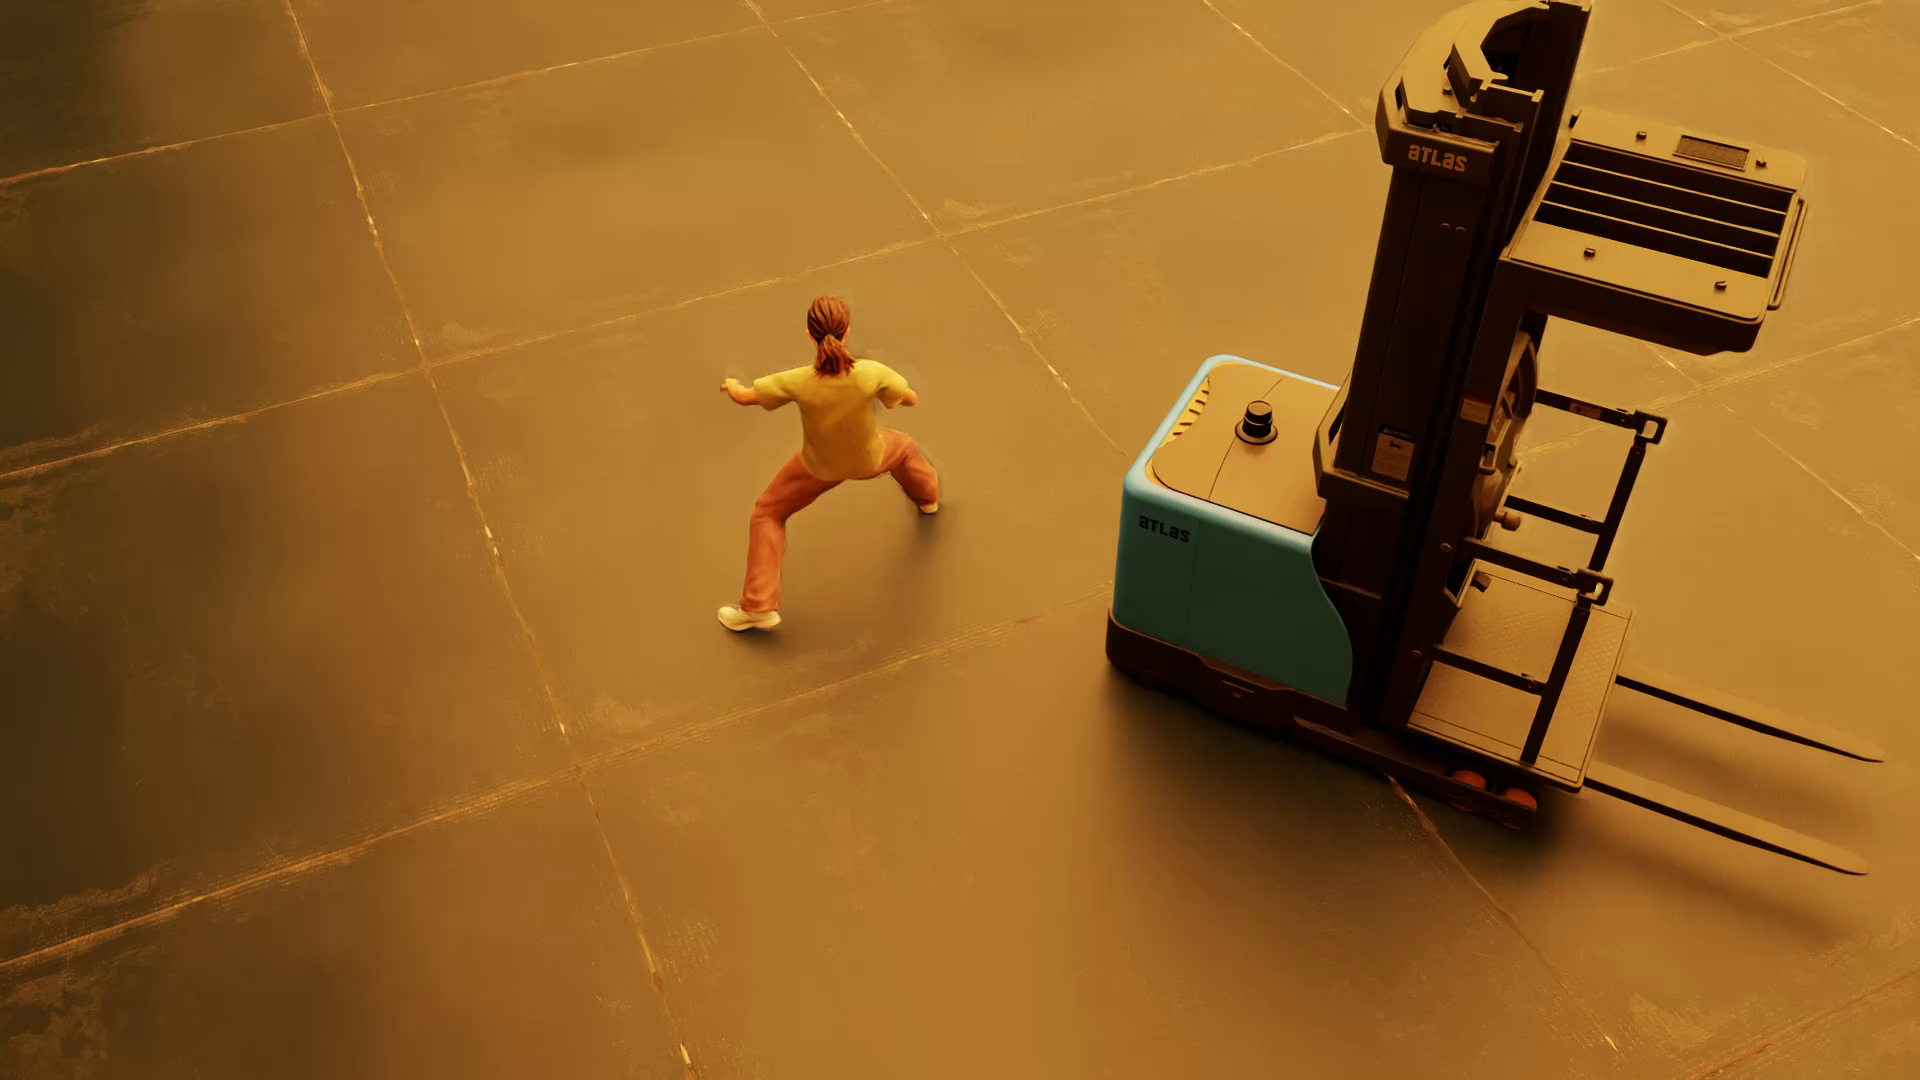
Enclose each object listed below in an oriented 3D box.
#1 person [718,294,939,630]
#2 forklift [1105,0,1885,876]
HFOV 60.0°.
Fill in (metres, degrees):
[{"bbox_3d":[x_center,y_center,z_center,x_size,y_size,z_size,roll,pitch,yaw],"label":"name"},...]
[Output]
[{"bbox_3d":[-0.595,-0.467,7.251,1.099,1.501,0.962,-7,43,-7],"label":"person"},{"bbox_3d":[2.178,-0.345,6.050,3.031,2.935,1.130,20,46,20],"label":"forklift"}]
